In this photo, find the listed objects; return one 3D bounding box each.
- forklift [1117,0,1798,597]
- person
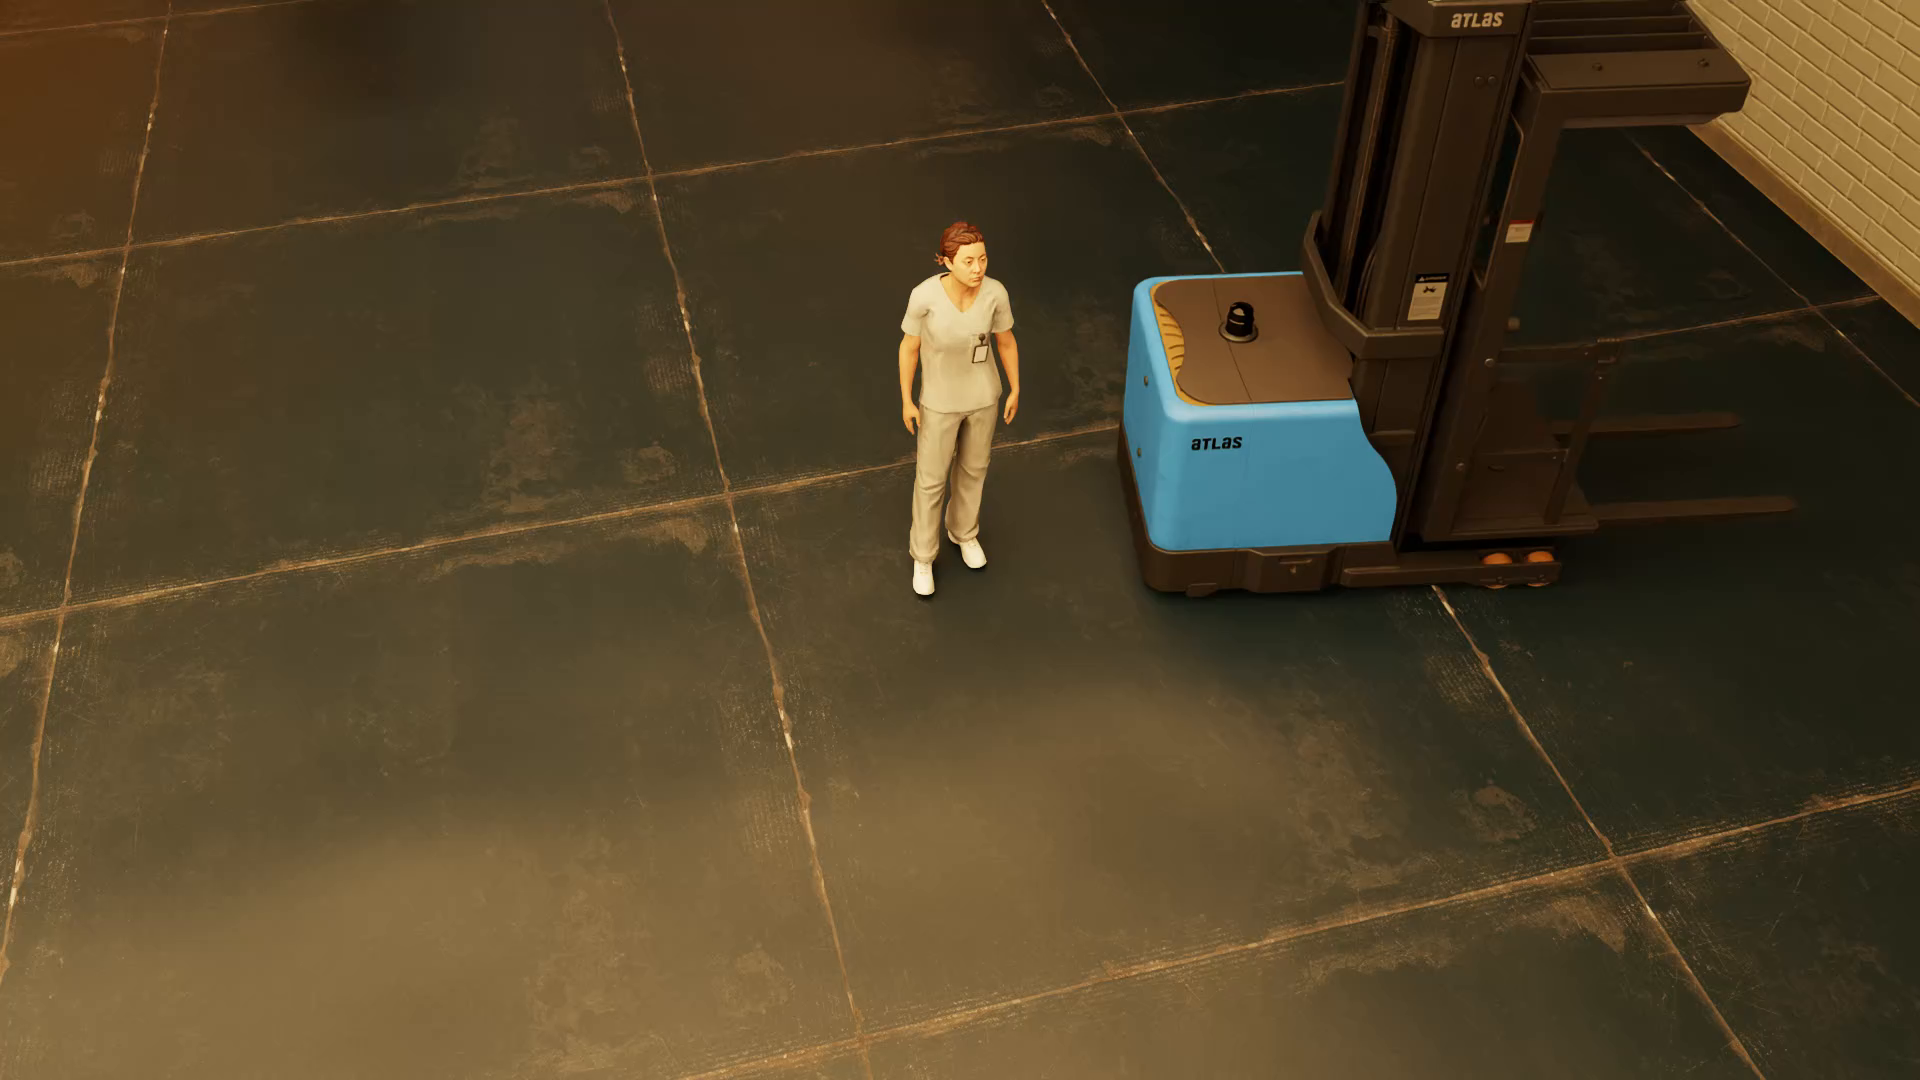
[{"bbox_3d":[2.306,-1.207,6.922,3.031,2.935,1.130,-3,43,-3],"label":"forklift"},{"bbox_3d":[0.006,-0.563,7.144,0.550,1.673,0.548,-10,44,-11],"label":"person"}]
